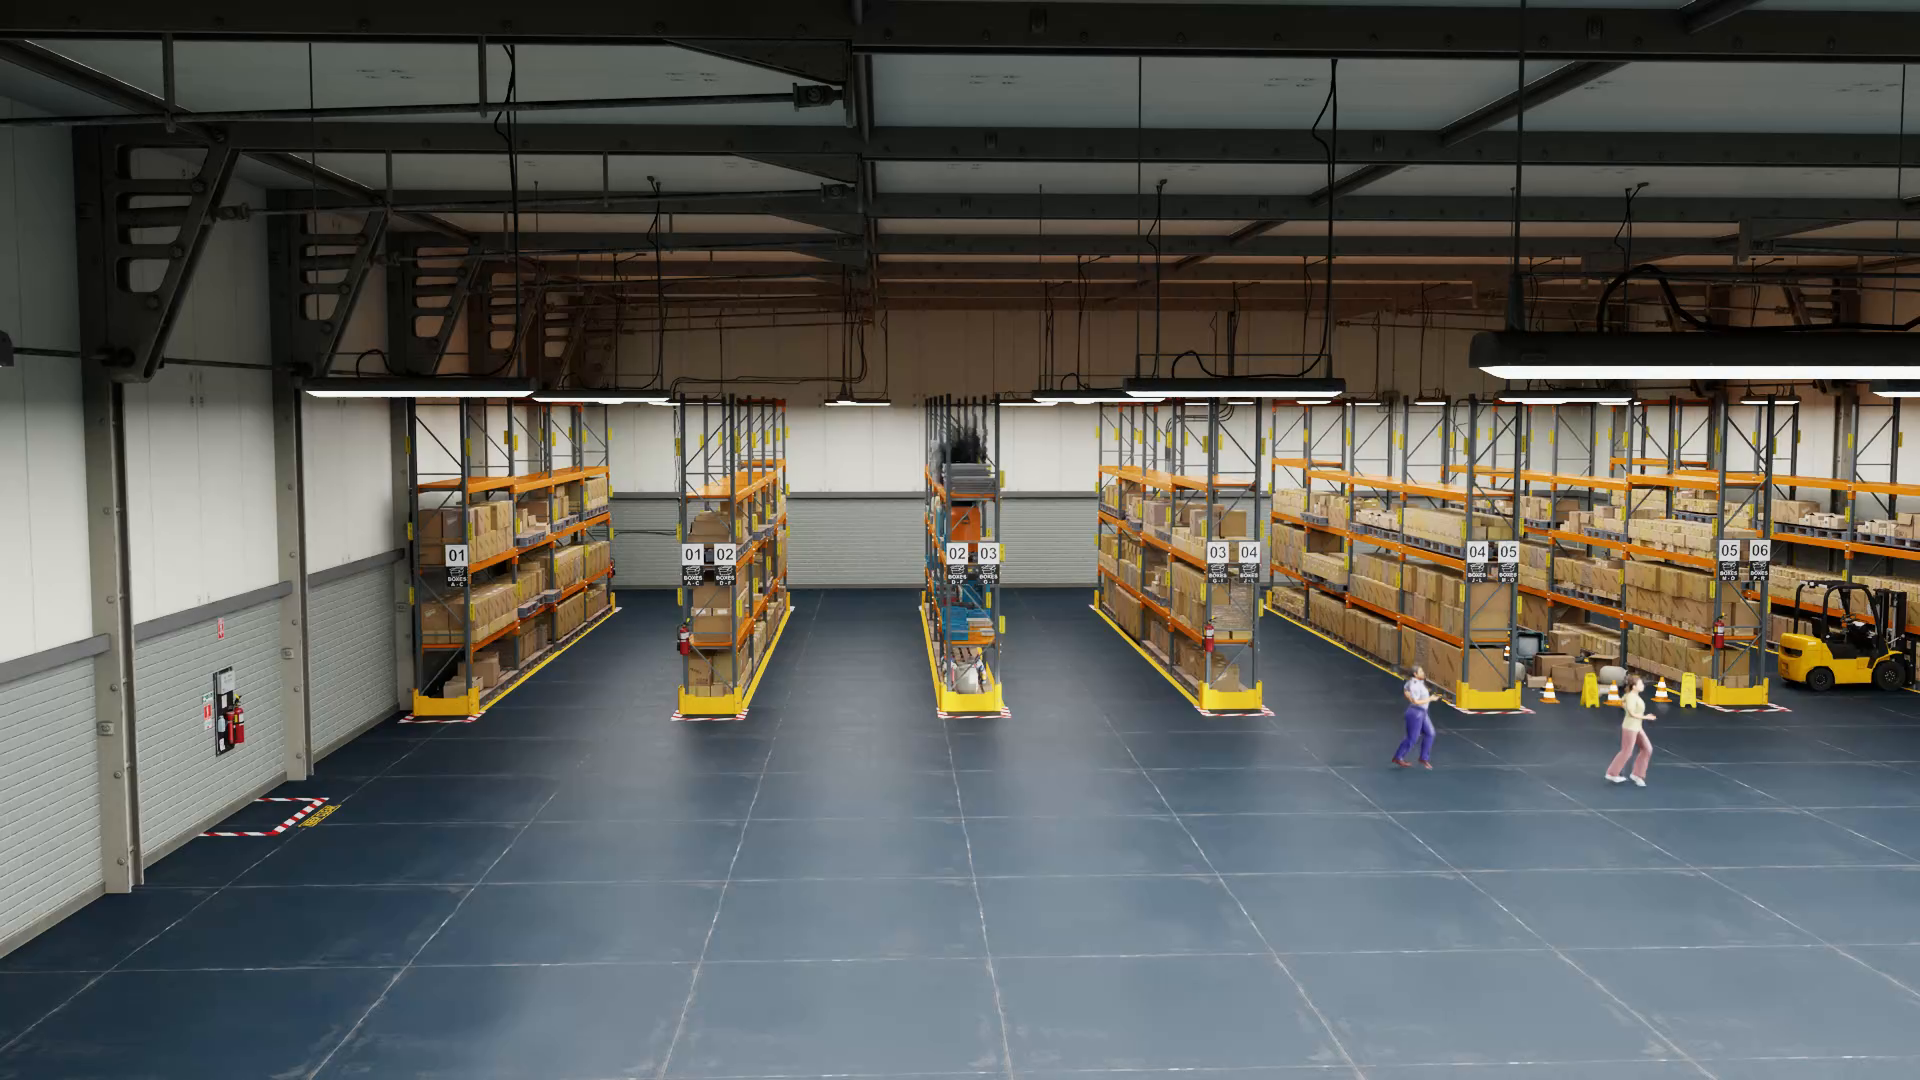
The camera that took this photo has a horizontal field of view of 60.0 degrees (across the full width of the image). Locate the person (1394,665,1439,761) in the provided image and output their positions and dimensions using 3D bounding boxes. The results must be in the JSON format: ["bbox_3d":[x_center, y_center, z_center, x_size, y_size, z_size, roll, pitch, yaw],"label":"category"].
[{"bbox_3d":[7.242,2.743,26.336,0.684,1.536,0.585,2,5,26],"label":"person"}]

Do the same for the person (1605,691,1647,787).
[{"bbox_3d":[10.186,3.040,25.185,0.421,1.491,0.540,3,5,32],"label":"person"}]

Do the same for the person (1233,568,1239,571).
[{"bbox_3d":[7.673,1.206,47.148,0.639,1.664,0.840,1,5,9],"label":"person"}]
